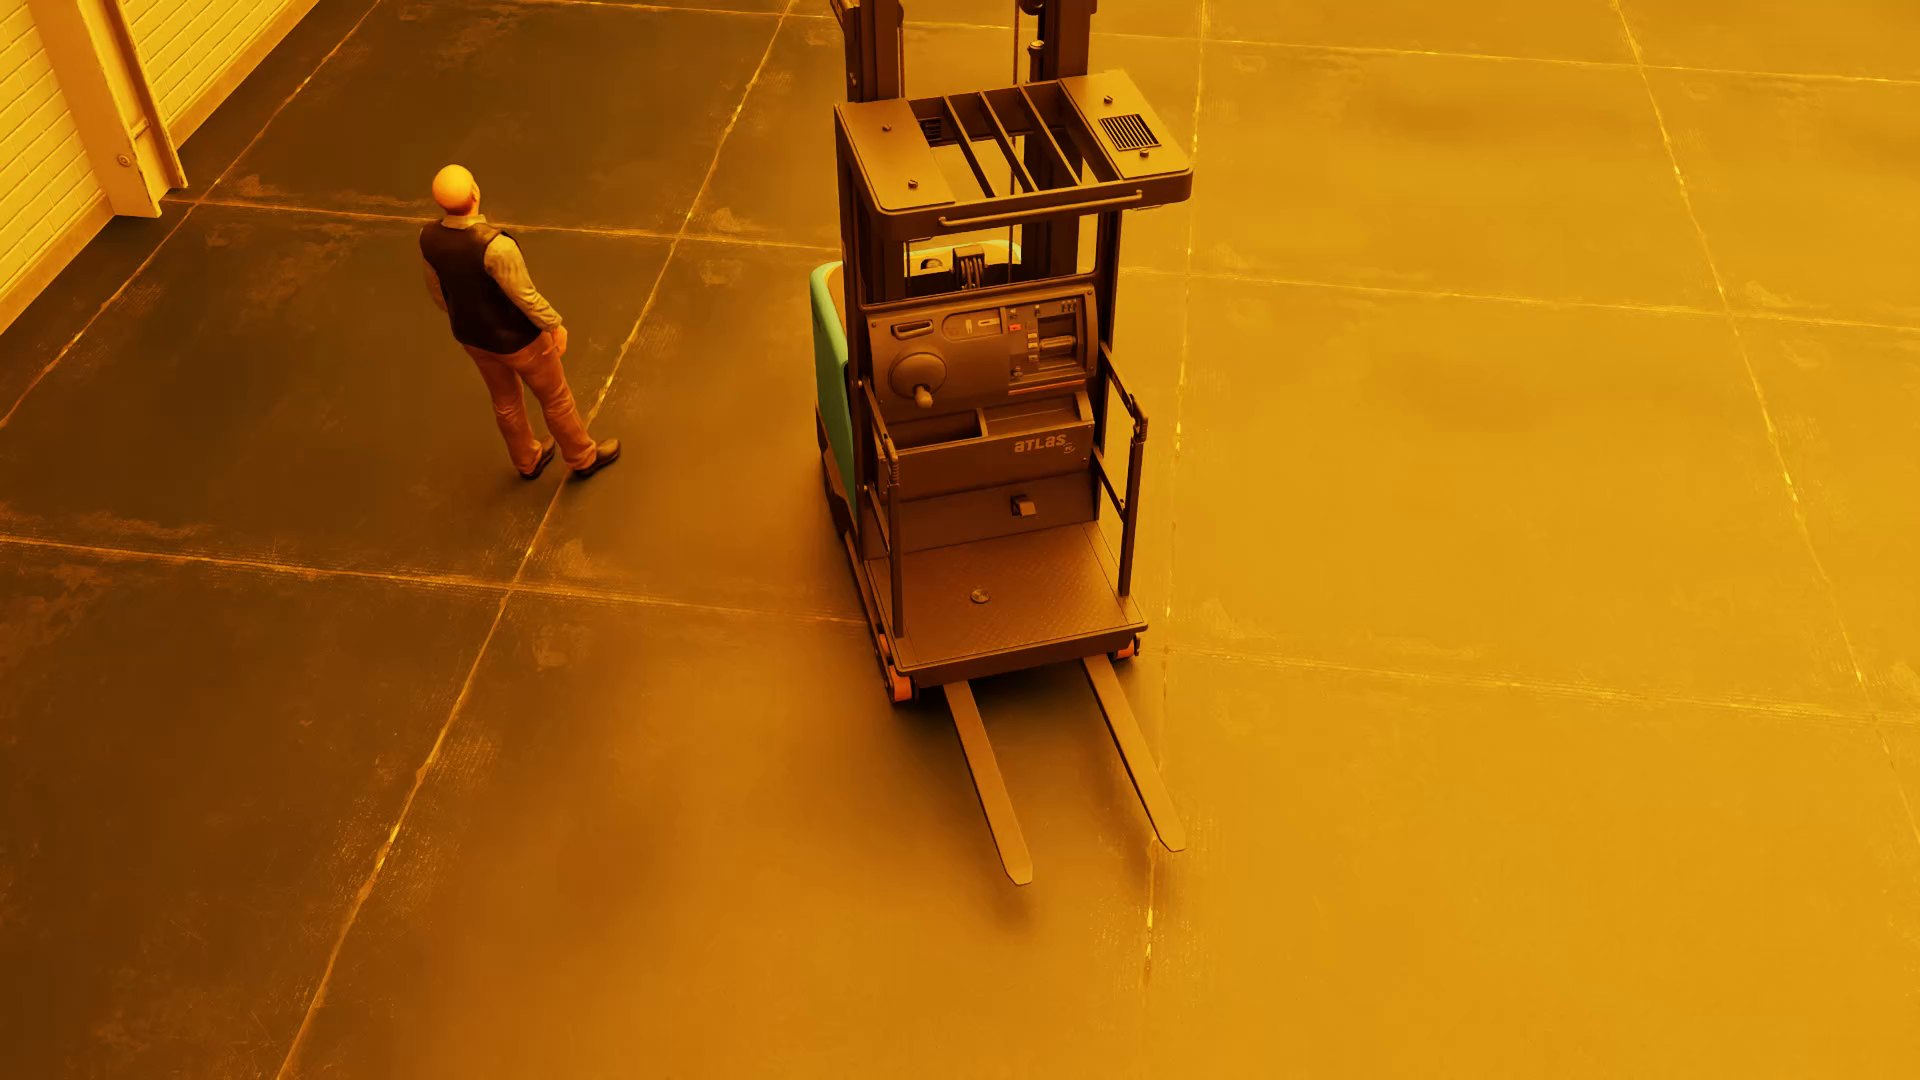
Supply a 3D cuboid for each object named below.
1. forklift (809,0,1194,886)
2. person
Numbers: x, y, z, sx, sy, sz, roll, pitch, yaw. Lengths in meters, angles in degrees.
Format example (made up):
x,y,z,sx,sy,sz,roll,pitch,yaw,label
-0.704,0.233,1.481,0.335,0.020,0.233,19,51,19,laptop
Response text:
x,y,z,sx,sy,sz,roll,pitch,yaw,label
0.153,-0.681,6.465,1.130,2.935,3.031,-10,44,-11,forklift
-2.076,-1.004,7.702,0.633,1.722,0.565,15,45,16,person
